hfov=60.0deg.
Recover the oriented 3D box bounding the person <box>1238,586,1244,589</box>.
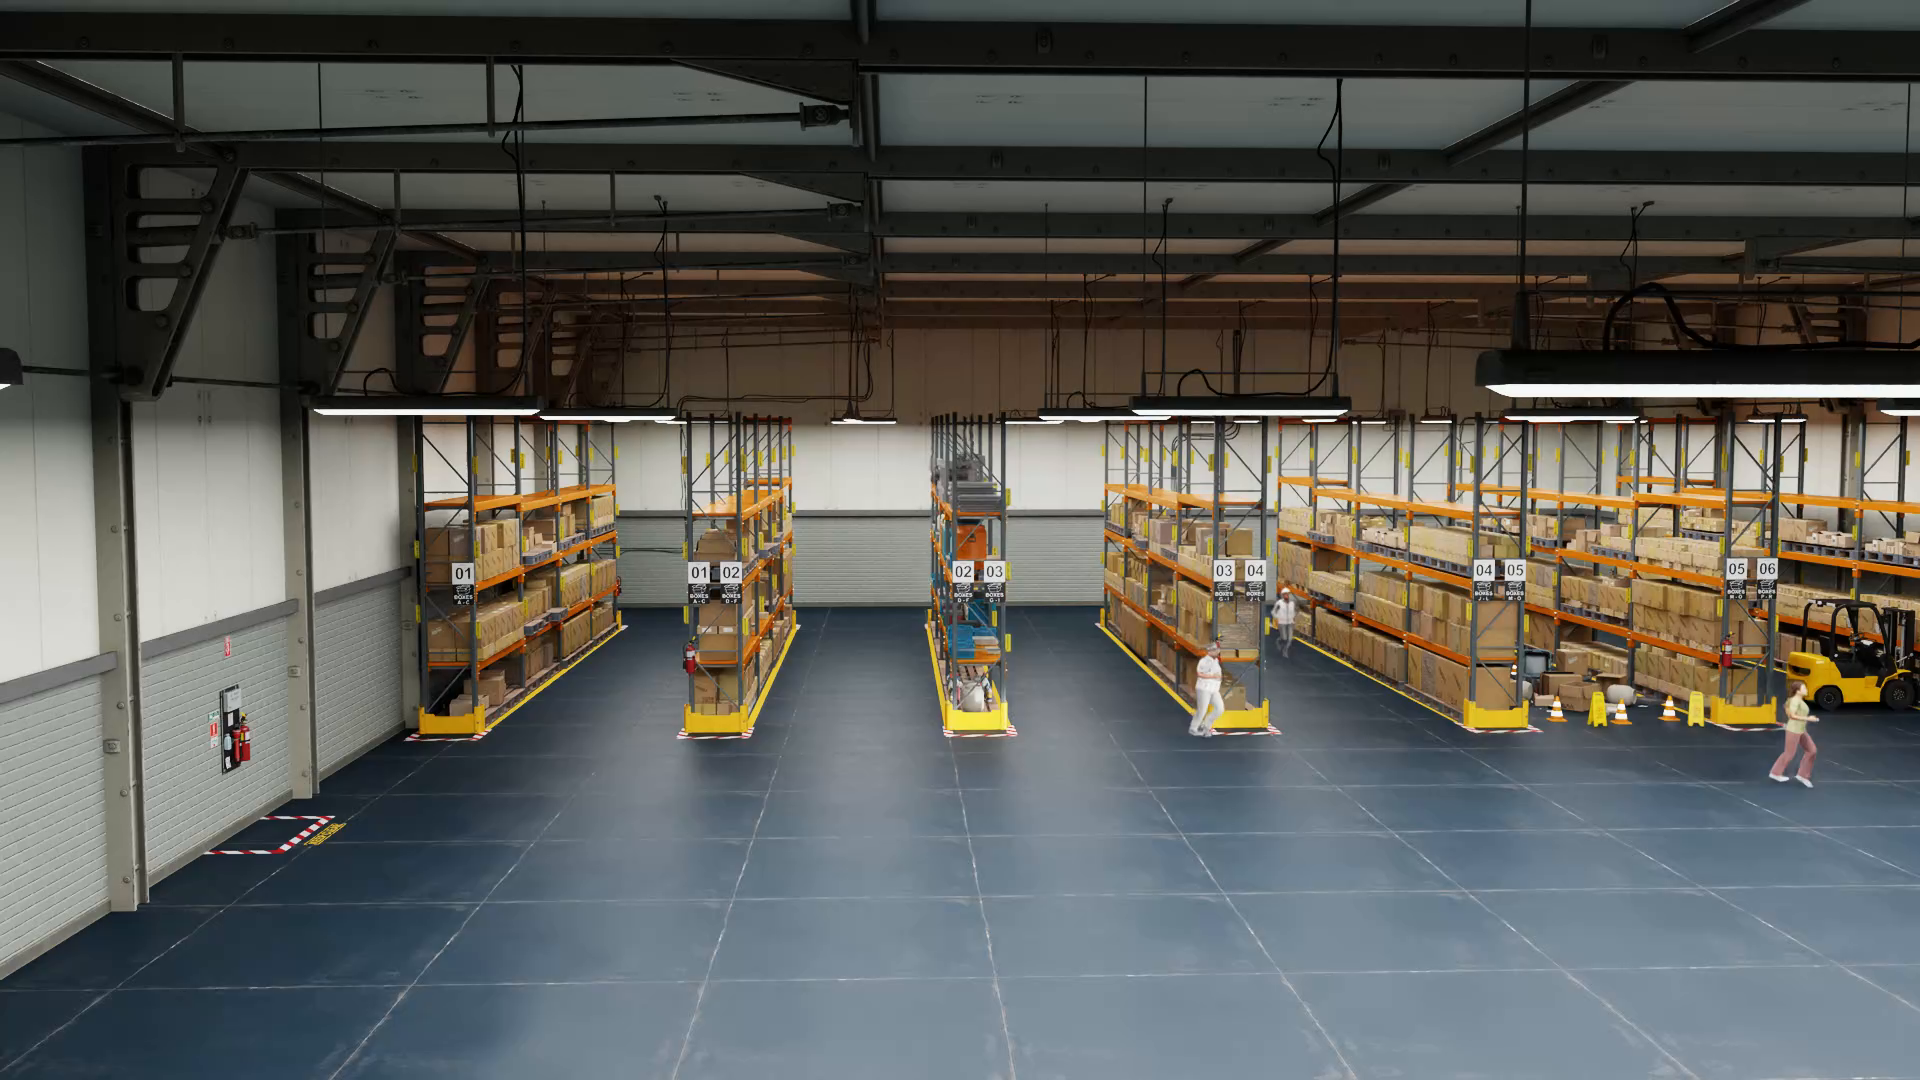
[{"bbox_3d":[7.842,1.697,47.639,0.640,1.640,0.801,2,4,26],"label":"person"}]

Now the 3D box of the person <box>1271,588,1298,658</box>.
[{"bbox_3d":[8.082,2.059,41.255,0.658,1.726,0.582,0,4,-6],"label":"person"}]

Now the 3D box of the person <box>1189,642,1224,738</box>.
[{"bbox_3d":[4.625,2.777,30.636,0.661,1.809,0.707,-3,5,-40],"label":"person"}]

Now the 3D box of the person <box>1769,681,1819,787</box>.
[{"bbox_3d":[13.300,3.097,26.502,0.723,1.716,0.561,4,5,43],"label":"person"}]
